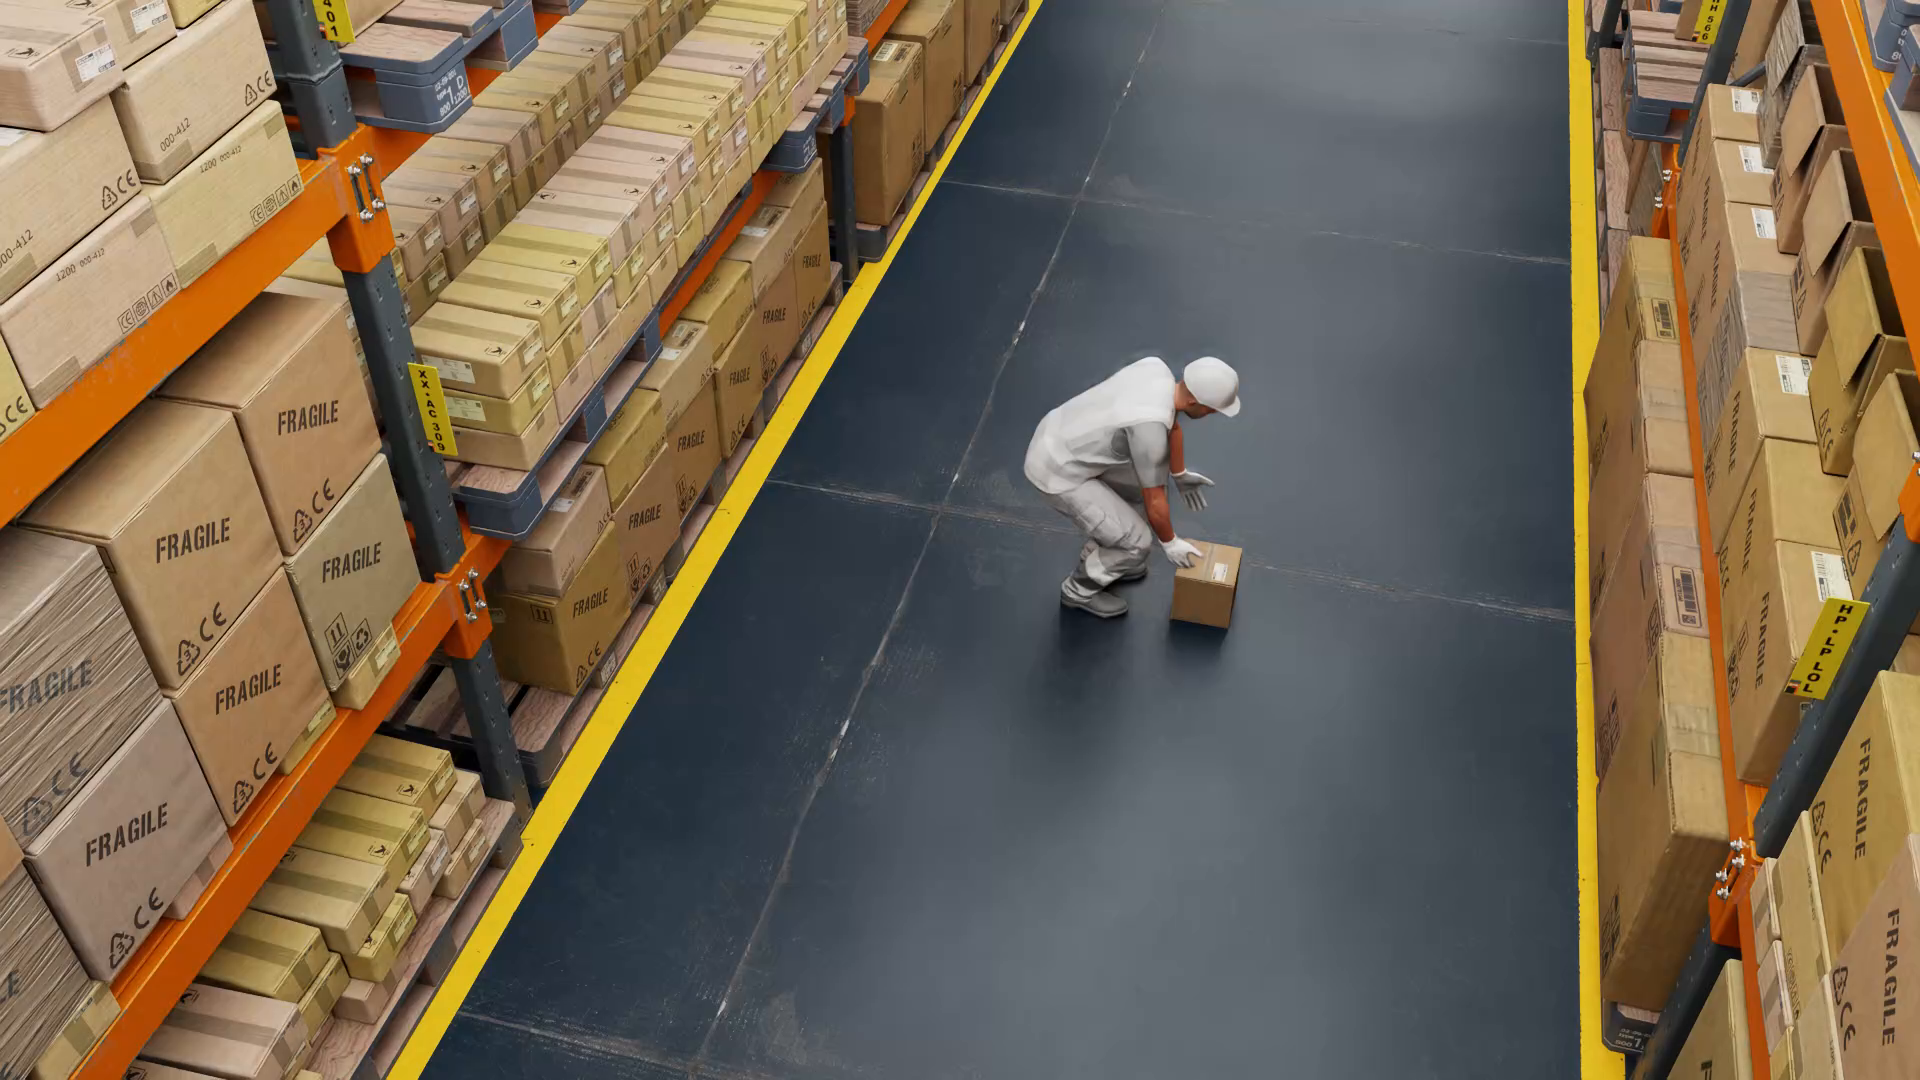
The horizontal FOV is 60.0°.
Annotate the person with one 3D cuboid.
[{"bbox_3d":[0.694,-0.272,6.886,0.838,1.230,0.585,10,42,11],"label":"person"}]
